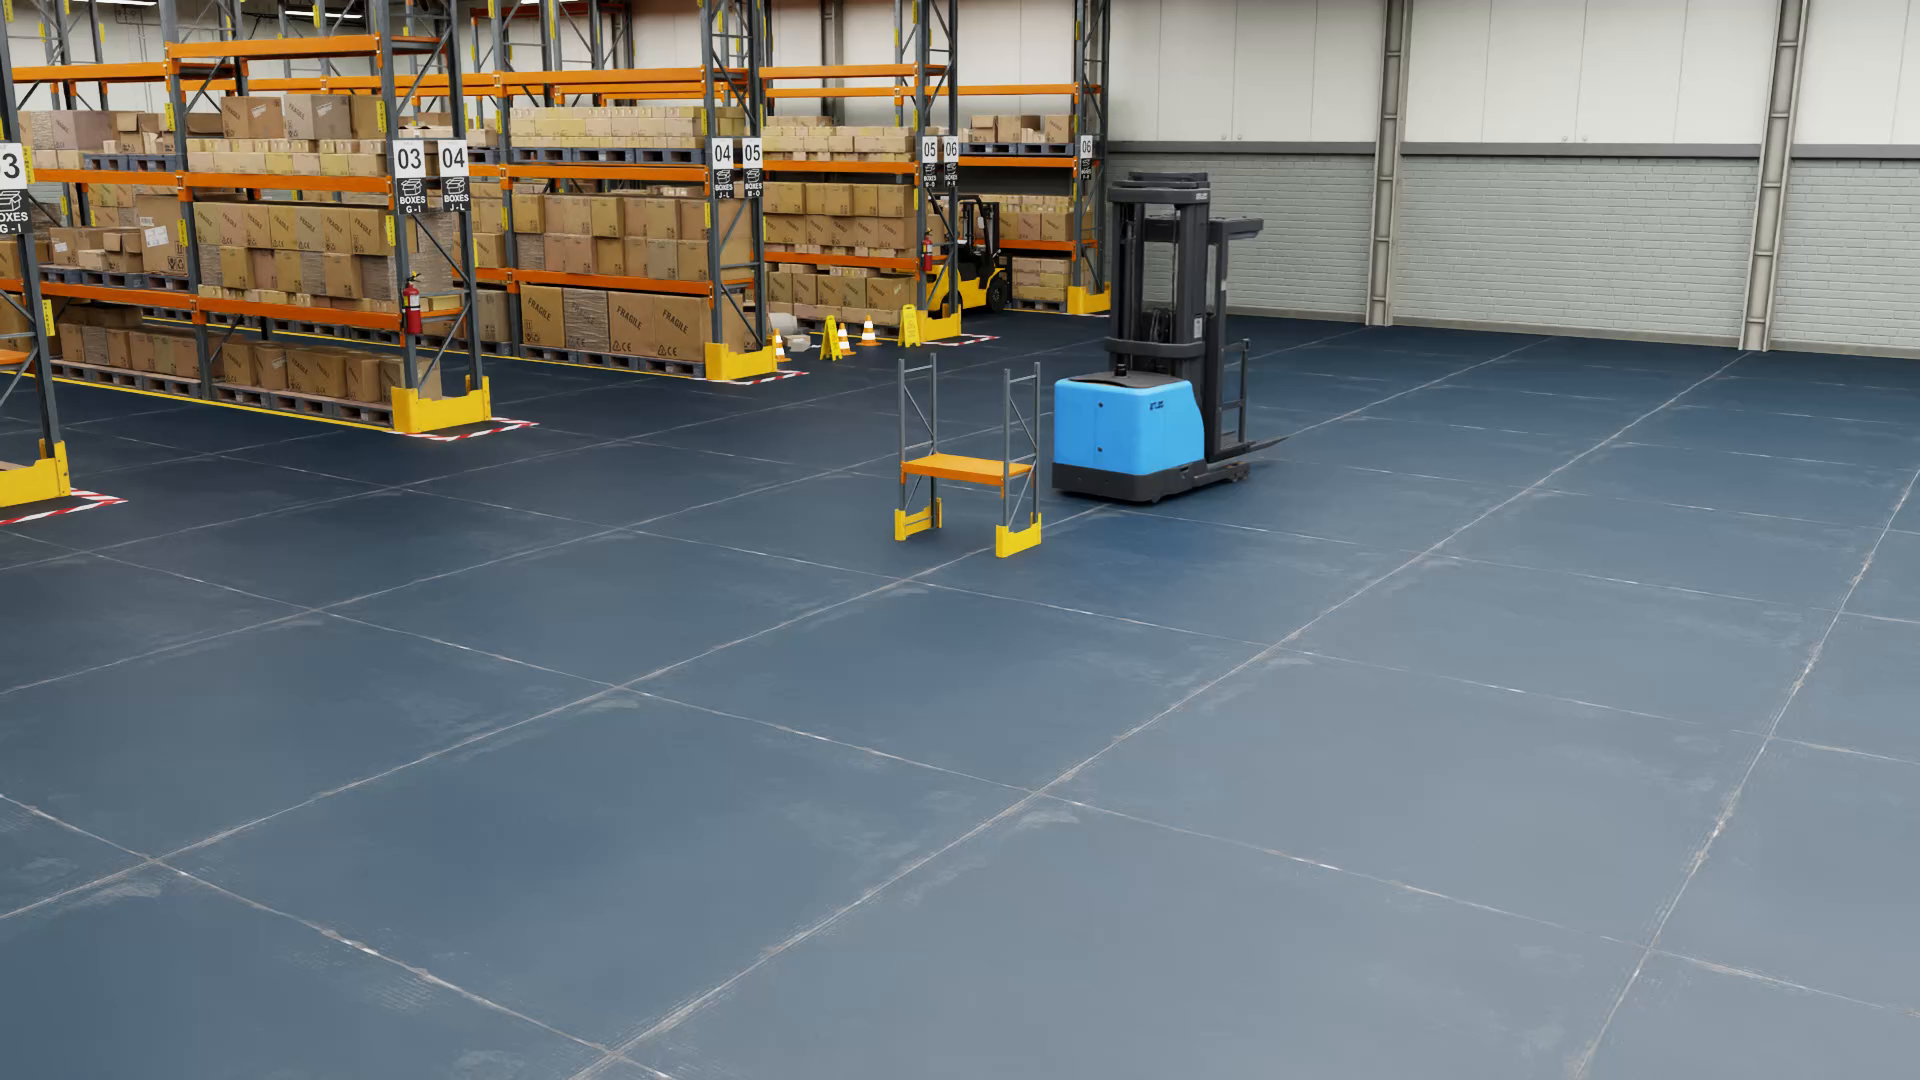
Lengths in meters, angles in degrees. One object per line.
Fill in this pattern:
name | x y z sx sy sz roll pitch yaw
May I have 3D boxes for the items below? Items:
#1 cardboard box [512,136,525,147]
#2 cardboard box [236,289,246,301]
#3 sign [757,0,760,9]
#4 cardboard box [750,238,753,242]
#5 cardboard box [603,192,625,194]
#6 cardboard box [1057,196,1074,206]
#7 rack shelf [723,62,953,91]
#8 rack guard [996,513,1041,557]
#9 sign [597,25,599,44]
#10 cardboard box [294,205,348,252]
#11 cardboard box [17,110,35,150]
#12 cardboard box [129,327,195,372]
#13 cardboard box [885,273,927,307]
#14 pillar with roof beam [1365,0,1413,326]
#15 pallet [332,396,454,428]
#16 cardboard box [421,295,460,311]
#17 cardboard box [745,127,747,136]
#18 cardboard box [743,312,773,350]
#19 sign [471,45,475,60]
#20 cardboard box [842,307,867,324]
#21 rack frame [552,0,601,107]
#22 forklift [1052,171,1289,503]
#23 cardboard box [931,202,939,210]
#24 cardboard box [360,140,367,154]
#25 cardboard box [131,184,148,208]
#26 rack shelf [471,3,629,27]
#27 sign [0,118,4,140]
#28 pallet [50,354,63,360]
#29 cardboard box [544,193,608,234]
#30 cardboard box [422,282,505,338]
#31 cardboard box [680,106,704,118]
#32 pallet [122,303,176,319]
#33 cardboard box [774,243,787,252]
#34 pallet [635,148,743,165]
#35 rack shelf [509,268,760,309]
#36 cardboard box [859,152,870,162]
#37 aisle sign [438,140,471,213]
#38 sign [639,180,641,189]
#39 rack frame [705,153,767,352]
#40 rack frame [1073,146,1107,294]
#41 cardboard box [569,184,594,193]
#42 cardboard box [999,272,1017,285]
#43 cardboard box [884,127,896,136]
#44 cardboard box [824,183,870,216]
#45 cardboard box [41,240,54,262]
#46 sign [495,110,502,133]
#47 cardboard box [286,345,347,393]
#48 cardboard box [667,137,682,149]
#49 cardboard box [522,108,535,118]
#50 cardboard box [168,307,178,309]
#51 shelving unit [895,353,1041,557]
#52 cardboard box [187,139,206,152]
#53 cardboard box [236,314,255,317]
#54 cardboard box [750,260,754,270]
cardboard box | -6.250 -5.756 24.032 0.250 0.149 0.380 9 16 32
cardboard box | -8.568 -3.004 20.240 0.250 0.149 0.380 9 17 33
sign | -2.728 -7.302 22.320 0.005 0.325 0.100 9 17 33
cardboard box | -3.474 -5.365 28.427 0.500 0.500 0.500 9 17 33
cardboard box | -6.470 -6.214 30.984 0.500 0.500 0.500 9 16 31
cardboard box | 1.988 -6.254 30.669 0.250 0.149 0.380 9 17 33
rack shelf | -2.024 -7.580 27.220 4.000 0.370 1.077 9 17 33
rack guard | 0.476 -0.044 13.482 0.087 0.250 0.587 9 17 33
sign | -6.708 -9.337 30.704 0.005 0.325 0.100 9 17 33
cardboard box | -7.321 -3.611 19.258 0.500 0.500 0.500 9 17 33
cardboard box | -12.287 -5.480 22.228 0.500 0.500 0.500 9 17 33
cardboard box | -10.561 -2.540 22.129 0.500 0.500 0.700 8 16 28
cardboard box | -0.899 -4.150 27.632 0.500 0.500 0.500 9 16 31
pillar with roof beam | 4.904 -7.263 24.435 0.400 9.000 9.100 9 17 33
pallet | -6.612 -1.547 19.633 1.213 0.211 1.003 9 17 33
cardboard box | -5.998 -2.738 19.165 0.250 0.149 0.380 9 17 33
cardboard box | -3.604 -6.901 28.078 0.250 0.149 0.380 9 16 32
cardboard box | -3.234 -3.269 25.983 0.637 0.503 0.797 -1 14 -6
sign | -11.176 -11.182 38.159 0.005 0.325 0.100 9 17 33
cardboard box | -1.610 -3.745 27.558 0.500 0.250 0.500 9 17 33
rack frame | -7.002 -8.735 30.383 0.127 3.000 1.000 9 17 33
forklift | 2.184 -2.048 15.997 1.130 2.935 3.031 11 18 38
cardboard box | -0.351 -6.481 32.205 0.250 0.149 0.380 9 17 33
cardboard box | -6.450 -4.384 18.532 0.250 0.149 0.380 9 16 31
cardboard box | -14.390 -6.186 29.663 0.500 0.500 0.500 10 17 34
rack shelf | -9.214 -11.794 37.321 4.000 0.370 1.077 9 17 33
sign | -12.850 -5.483 22.247 0.005 0.325 0.100 9 17 33
pallet | -13.145 -2.614 23.945 1.213 0.211 1.003 9 17 33
cardboard box | -5.554 -4.776 24.316 0.550 0.550 0.875 9 17 33
cardboard box | -7.726 -3.593 25.905 0.750 0.750 1.050 9 17 33
cardboard box | -3.512 -5.701 22.149 0.250 0.149 0.380 9 17 33
pallet | -14.594 -4.252 30.560 1.213 0.211 1.003 9 17 33
cardboard box | -2.939 -4.965 28.162 0.250 0.149 0.380 10 17 35
pallet | -3.664 -5.260 22.772 1.213 0.211 1.003 9 17 33
rack shelf | -4.702 -3.669 23.898 4.000 0.370 1.077 9 17 33
cardboard box | -1.415 -6.193 26.879 0.250 0.149 0.380 9 17 33
aisle sign | -5.676 -4.088 18.684 0.004 0.787 0.394 9 17 33
sign | -7.247 -8.023 37.581 0.005 0.325 0.100 9 17 33
rack frame | -3.043 -3.750 22.728 0.127 3.000 1.000 9 17 33
rack frame | 2.403 -5.740 30.770 0.127 3.000 1.000 9 17 33
cardboard box | -7.275 -6.472 31.436 0.500 0.500 0.500 9 16 31
cardboard box | 0.974 -4.990 31.545 0.500 0.250 0.500 9 16 32
cardboard box | -1.002 -6.500 26.460 0.250 0.149 0.380 10 17 34
cardboard box | -1.806 -5.571 27.177 0.500 0.500 0.700 9 16 32
cardboard box | -12.784 -4.015 23.593 0.500 0.500 0.500 10 17 34
sign | -6.657 -6.036 23.993 0.005 0.325 0.100 9 17 33
cardboard box | -7.866 -2.097 20.379 0.500 0.500 0.500 8 16 28
cardboard box | -3.717 -5.347 22.380 0.250 0.149 0.380 9 17 33
cardboard box | -6.037 -6.109 23.798 0.250 0.149 0.380 9 17 32
cardboard box | -13.940 -4.238 29.759 0.250 0.149 0.380 9 16 31
shelving unit | 0.063 -0.718 13.602 1.083 1.500 0.587 9 17 33
cardboard box | -9.116 -4.783 20.141 0.250 0.149 0.380 9 16 31
cardboard box | -12.095 -4.127 28.580 0.500 0.500 0.500 10 17 35
cardboard box | -4.706 -5.818 35.410 0.500 0.500 0.500 10 17 34
